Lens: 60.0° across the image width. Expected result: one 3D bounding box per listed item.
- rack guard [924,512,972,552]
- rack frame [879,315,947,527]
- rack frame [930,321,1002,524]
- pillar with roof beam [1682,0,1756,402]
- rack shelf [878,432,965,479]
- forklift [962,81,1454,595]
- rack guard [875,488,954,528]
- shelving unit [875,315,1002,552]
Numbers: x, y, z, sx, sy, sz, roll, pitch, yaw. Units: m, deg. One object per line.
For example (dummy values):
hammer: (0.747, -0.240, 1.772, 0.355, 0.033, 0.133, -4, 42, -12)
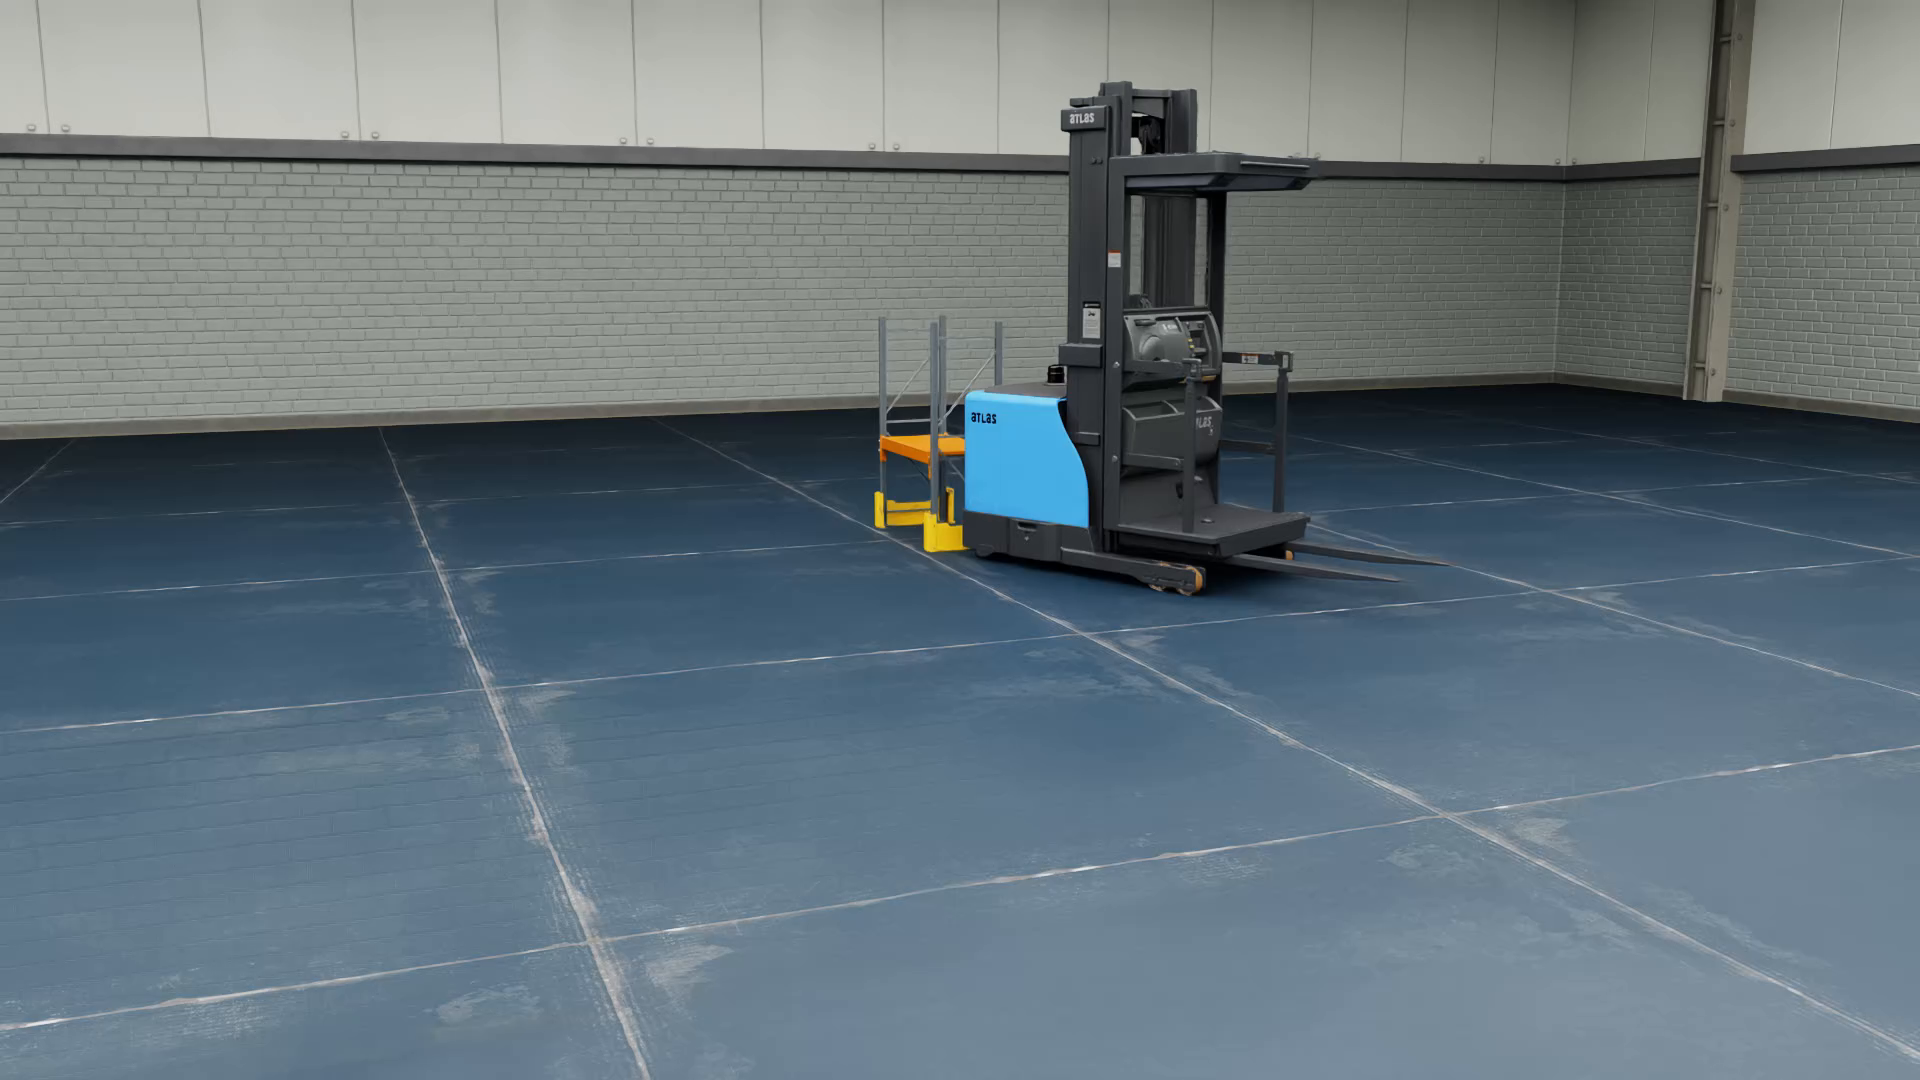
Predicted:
rack guard: (0.042, -0.071, 11.107, 0.587, 0.250, 0.087, -4, 11, -22)
rack frame: (-0.336, -0.852, 11.926, 0.500, 1.500, 0.032, -4, 11, -22)
rack frame: (0.042, -0.686, 10.997, 0.500, 1.500, 0.032, -4, 11, -22)
pillar with roof beam: (5.649, -5.973, 19.302, 9.100, 9.000, 0.400, -4, 11, -21)
rack shelf: (-0.147, -0.592, 11.493, 0.538, 0.185, 1.000, -4, 11, -22)
forklift: (1.448, -1.226, 9.943, 3.031, 2.935, 1.130, 9, 13, 41)
rack guard: (-0.329, -0.233, 12.017, 0.587, 0.250, 0.087, -4, 11, -22)
shelving unit: (-0.144, -0.768, 11.453, 0.587, 1.500, 1.083, -4, 11, -22)
